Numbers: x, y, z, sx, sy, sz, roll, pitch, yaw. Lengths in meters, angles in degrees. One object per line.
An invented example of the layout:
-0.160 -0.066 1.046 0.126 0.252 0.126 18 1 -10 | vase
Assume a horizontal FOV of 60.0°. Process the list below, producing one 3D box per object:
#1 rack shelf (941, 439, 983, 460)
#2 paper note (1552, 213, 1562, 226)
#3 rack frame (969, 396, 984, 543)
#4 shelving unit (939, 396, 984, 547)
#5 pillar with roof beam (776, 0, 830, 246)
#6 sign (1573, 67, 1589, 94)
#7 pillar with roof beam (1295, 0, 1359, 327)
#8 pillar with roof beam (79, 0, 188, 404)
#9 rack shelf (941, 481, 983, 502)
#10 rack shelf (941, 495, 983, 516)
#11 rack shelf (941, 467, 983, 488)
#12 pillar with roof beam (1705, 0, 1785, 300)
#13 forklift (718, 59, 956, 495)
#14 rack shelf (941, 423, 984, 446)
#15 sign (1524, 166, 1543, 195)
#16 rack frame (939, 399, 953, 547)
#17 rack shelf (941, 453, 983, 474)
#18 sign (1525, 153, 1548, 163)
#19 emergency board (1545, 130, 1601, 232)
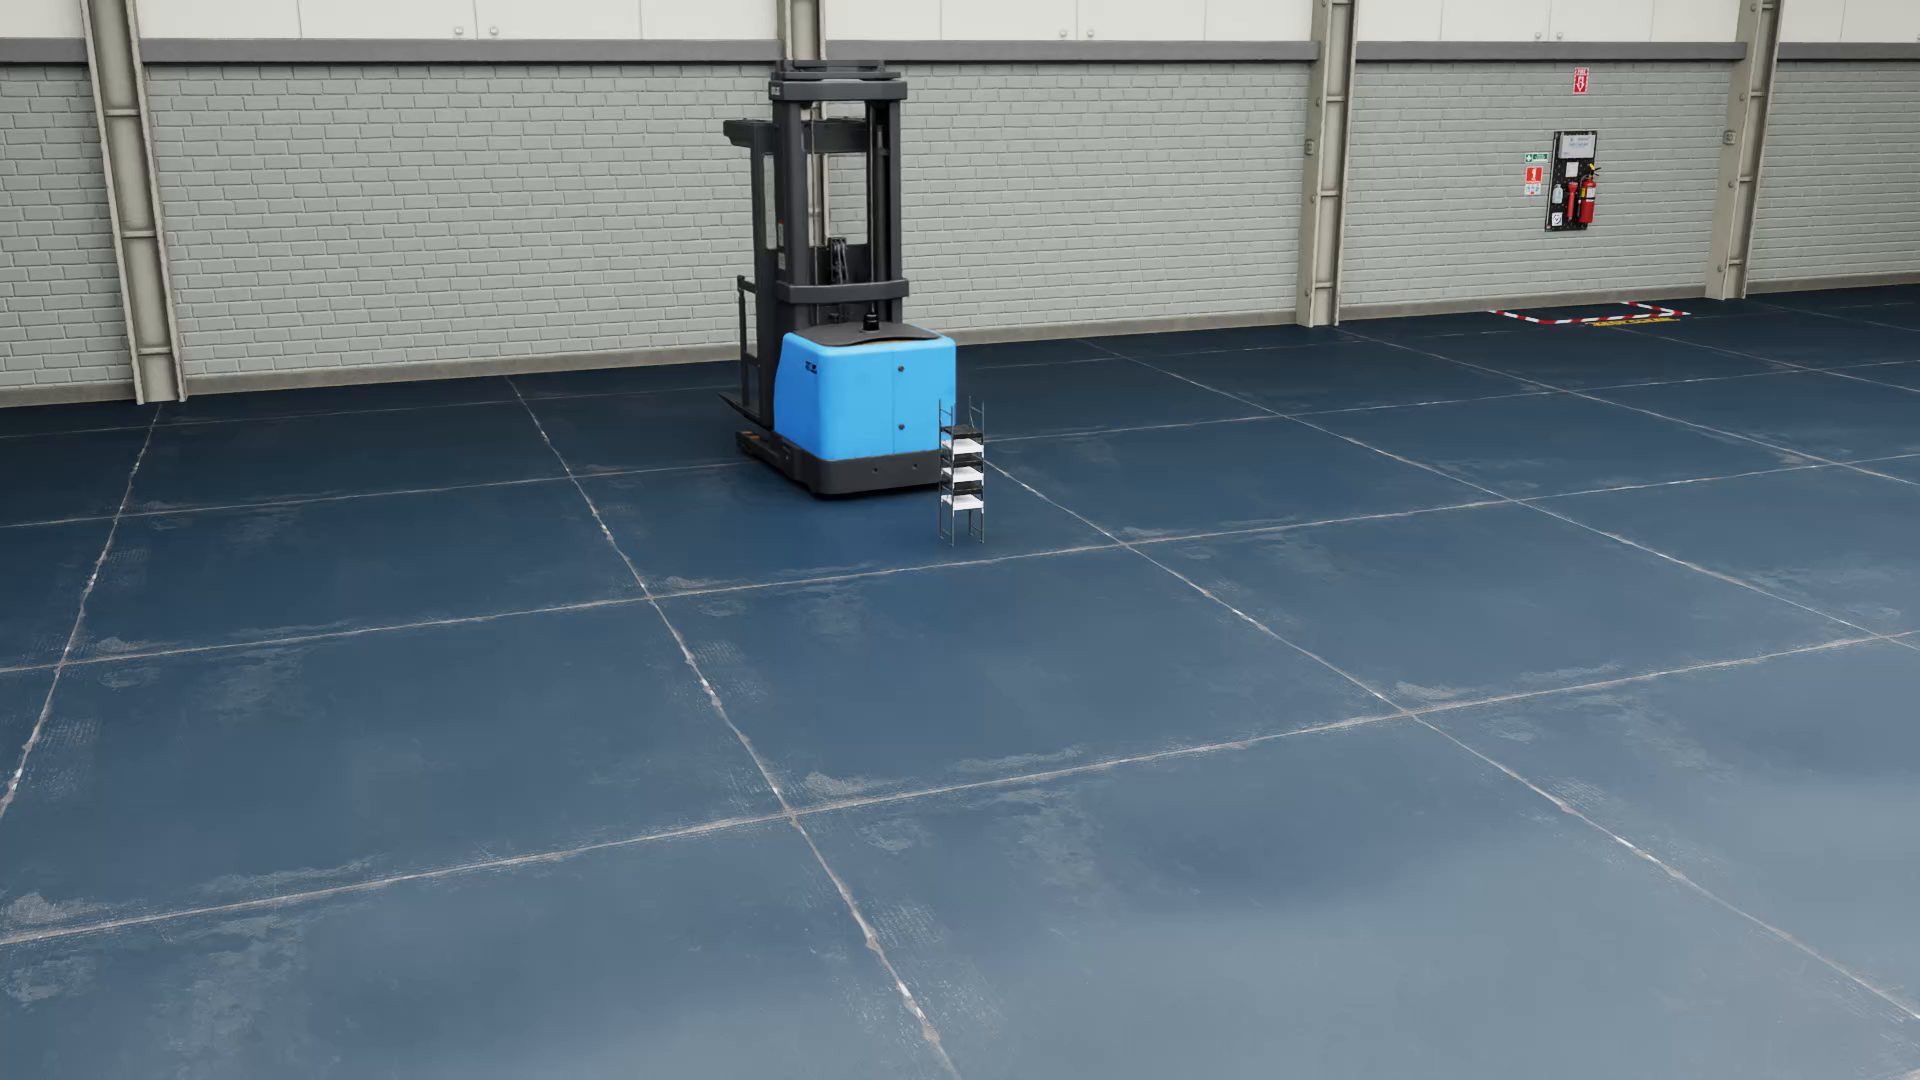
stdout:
0.008 -0.573 10.433 0.200 0.077 0.258 -6 17 -20 | rack shelf
7.164 -3.849 19.945 0.142 0.148 0.016 -6 17 -20 | paper note
0.103 -0.443 10.509 0.006 0.900 0.240 -6 17 -20 | rack frame
0.008 -0.433 10.474 0.210 0.900 0.258 -6 17 -20 | shelving unit
0.010 -5.046 11.811 0.400 9.000 9.100 -6 17 -20 | pillar with roof beam
7.311 -5.409 19.579 0.199 0.298 0.001 -6 17 -20 | sign
5.613 -5.651 13.871 0.400 9.000 9.100 -6 17 -20 | pillar with roof beam
-5.593 -4.441 9.751 0.400 9.000 9.100 -6 17 -20 | pillar with roof beam
0.008 -0.314 10.509 0.200 0.077 0.258 -6 17 -20 | rack shelf
0.008 -0.228 10.534 0.200 0.077 0.258 -6 17 -20 | rack shelf
0.008 -0.401 10.484 0.200 0.077 0.258 -6 17 -20 | rack shelf
11.215 -6.256 15.931 0.400 9.000 9.100 -6 17 -20 | pillar with roof beam
-1.094 -2.088 12.507 1.130 2.935 3.031 -7 18 -24 | forklift
0.008 -0.660 10.408 0.200 0.077 0.258 -6 17 -20 | rack shelf
6.800 -4.260 19.717 0.234 0.329 0.001 -6 17 -20 | sign
-0.087 -0.422 10.439 0.006 0.900 0.240 -6 17 -20 | rack frame
0.008 -0.487 10.458 0.200 0.077 0.258 -6 17 -20 | rack shelf
6.808 -4.512 19.636 0.331 0.109 0.001 -6 17 -20 | sign
7.354 -4.271 19.819 0.643 1.169 0.194 -6 17 -20 | emergency board
